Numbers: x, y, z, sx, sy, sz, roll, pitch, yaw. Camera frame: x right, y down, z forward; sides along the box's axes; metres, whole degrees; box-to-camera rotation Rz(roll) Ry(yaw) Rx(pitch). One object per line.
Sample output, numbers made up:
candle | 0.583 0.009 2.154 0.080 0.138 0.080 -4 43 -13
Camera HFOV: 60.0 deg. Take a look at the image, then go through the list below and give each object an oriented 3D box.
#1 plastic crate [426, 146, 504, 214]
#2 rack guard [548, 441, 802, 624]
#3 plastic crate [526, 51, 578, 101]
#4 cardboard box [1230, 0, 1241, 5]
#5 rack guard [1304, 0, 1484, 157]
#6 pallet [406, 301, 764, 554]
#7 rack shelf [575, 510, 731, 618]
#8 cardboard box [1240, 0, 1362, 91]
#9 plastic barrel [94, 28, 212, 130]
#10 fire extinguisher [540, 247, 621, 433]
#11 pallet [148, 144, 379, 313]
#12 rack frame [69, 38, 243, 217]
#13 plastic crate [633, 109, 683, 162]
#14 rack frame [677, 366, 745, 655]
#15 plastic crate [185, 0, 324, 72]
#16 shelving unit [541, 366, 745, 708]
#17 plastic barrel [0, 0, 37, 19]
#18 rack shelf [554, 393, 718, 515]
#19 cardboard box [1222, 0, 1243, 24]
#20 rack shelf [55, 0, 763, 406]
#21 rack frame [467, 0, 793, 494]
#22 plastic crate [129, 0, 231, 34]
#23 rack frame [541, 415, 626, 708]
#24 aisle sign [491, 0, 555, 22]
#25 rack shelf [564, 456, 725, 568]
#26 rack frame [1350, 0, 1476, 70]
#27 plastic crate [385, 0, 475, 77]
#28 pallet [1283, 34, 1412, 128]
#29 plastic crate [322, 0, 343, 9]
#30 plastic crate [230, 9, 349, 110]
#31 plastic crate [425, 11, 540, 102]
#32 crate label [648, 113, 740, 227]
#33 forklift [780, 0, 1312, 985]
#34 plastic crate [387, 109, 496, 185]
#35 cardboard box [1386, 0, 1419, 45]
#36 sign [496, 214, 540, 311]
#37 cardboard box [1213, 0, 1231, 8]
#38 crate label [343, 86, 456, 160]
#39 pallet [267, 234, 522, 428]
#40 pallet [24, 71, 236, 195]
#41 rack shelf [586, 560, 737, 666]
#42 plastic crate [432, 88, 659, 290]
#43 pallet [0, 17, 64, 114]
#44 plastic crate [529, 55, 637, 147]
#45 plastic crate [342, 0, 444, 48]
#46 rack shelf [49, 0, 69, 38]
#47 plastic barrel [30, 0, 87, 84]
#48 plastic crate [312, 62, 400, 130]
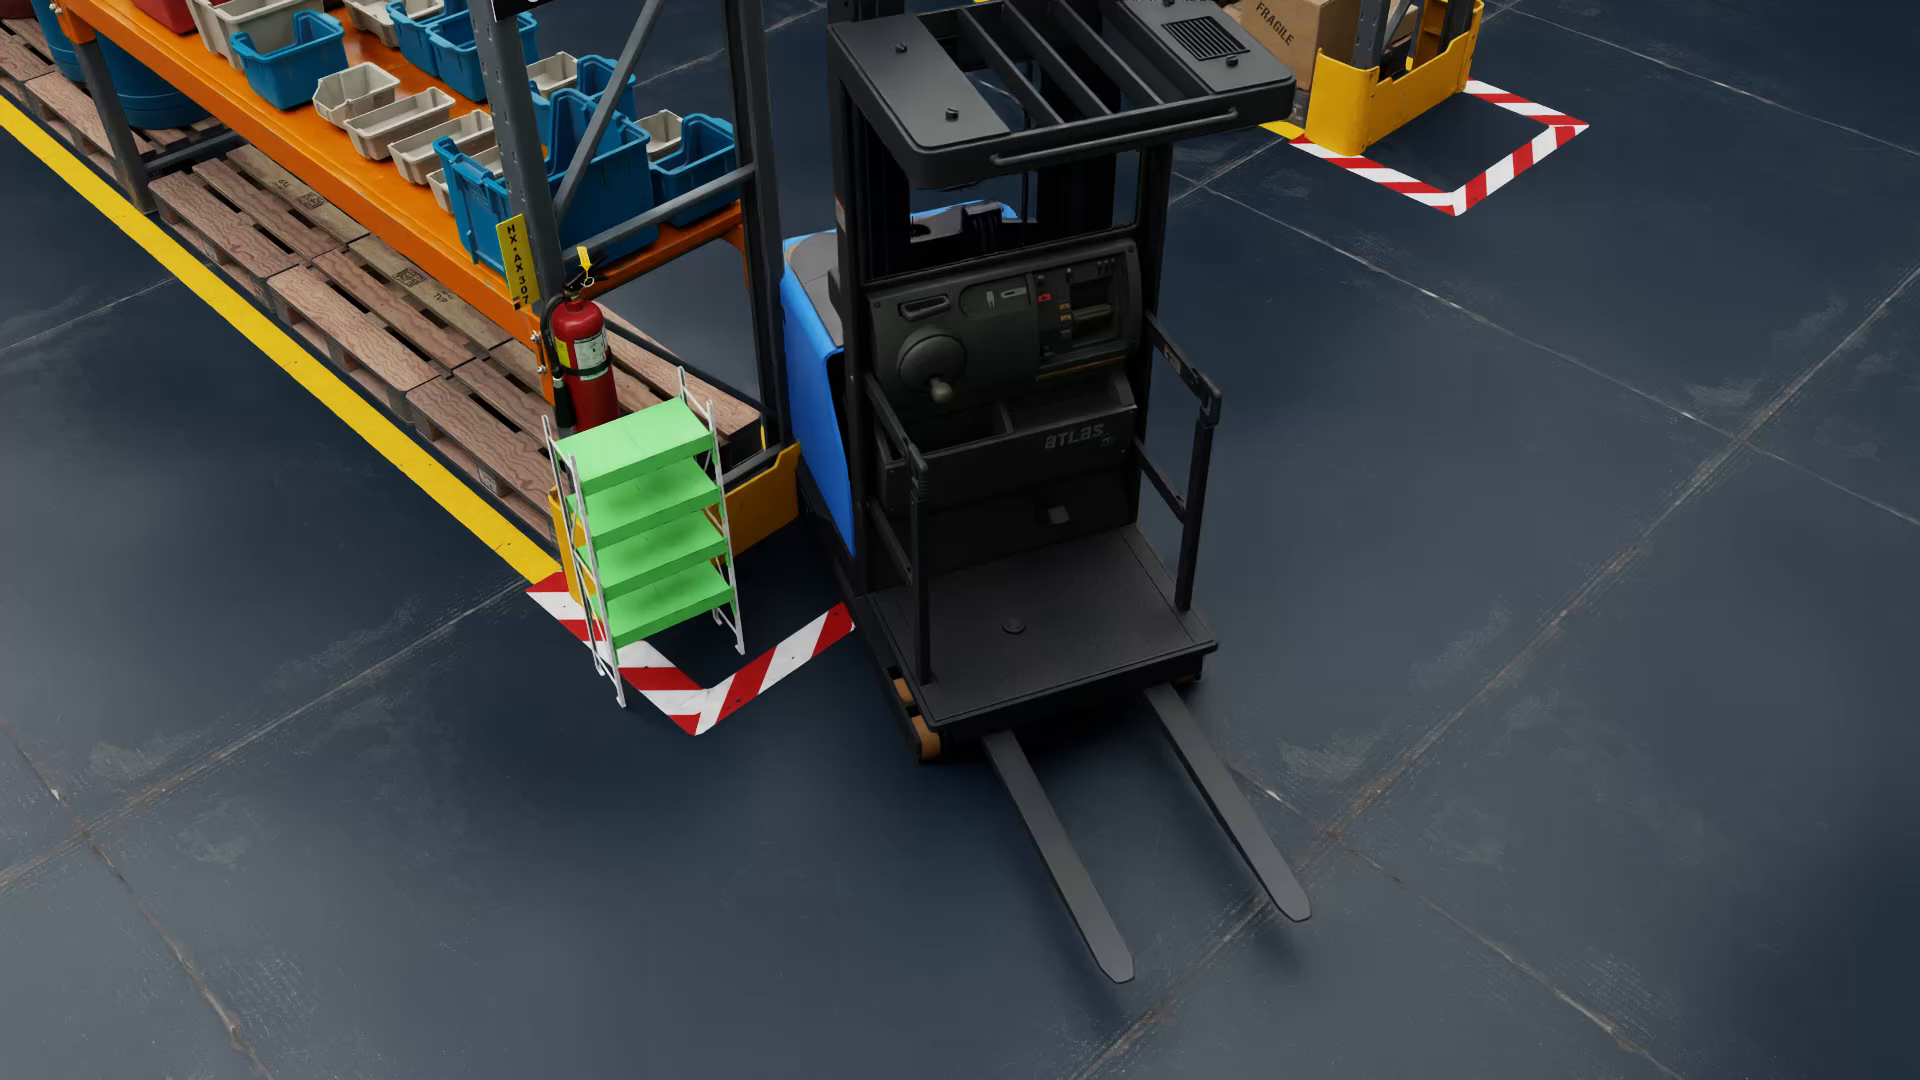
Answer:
plastic crate | -1.757 -1.340 6.140 0.396 0.136 0.243 -34 53 -31
rack guard | -1.027 -0.186 6.583 1.175 0.500 0.348 -34 53 -31
plastic crate | -1.641 -1.831 6.671 0.250 0.136 0.298 -34 53 -31
cardboard box | 1.920 -3.271 9.781 0.500 0.250 0.500 -34 53 -31
rack guard | 2.403 -2.600 9.195 1.175 0.500 0.348 -34 53 -31
pallet | -1.608 -0.500 7.136 1.003 0.211 1.213 -34 53 -31
rack shelf | -1.089 0.060 5.895 0.480 0.148 0.258 -24 48 -23
cardboard box | 1.898 -2.868 9.162 0.500 0.500 0.500 -34 53 -31
plastic barrel | -4.250 -2.685 8.682 0.600 0.901 0.708 -34 53 -31
fire extinguisher | -1.268 -0.654 5.579 0.296 0.674 0.183 -34 53 -31
pallet | -3.331 -1.673 8.405 1.003 0.211 1.213 -34 53 -31
rack frame | -3.878 -3.032 7.820 1.000 3.000 0.127 -34 53 -31
plastic crate | -1.162 -1.505 6.318 0.250 0.136 0.298 -34 53 -31
rack frame | -0.884 -0.076 5.948 0.015 1.200 0.240 -24 48 -23
plastic crate | -2.930 -2.188 6.951 0.437 0.282 0.530 -34 53 -31
shelving unit | -1.089 0.013 5.851 0.503 1.200 0.258 -24 48 -23
plastic barrel | -5.548 -3.453 9.744 0.600 0.588 0.708 -34 53 -31
rack shelf | -1.089 -0.292 5.569 0.480 0.148 0.258 -24 48 -23
cardboard box | 1.676 -2.984 9.532 0.380 0.166 0.250 -34 53 -31
rack shelf | -2.465 -1.806 7.025 1.077 0.370 4.000 -34 53 -31
rack frame | -1.053 -1.109 5.740 1.000 3.000 0.127 -34 53 -31
plastic crate | -3.425 -2.528 7.184 0.402 0.464 0.583 -34 53 -31
rack frame | -1.294 0.103 5.754 0.015 1.200 0.240 -24 48 -23
aisle sign | -1.210 -1.889 4.669 0.394 0.787 0.004 -34 53 -31
rack shelf | -1.089 -0.116 5.732 0.480 0.148 0.258 -24 48 -23
rack frame | 2.457 -3.482 8.308 1.000 3.000 0.127 -34 53 -31
plastic crate | -2.136 -2.123 6.917 0.416 0.233 0.300 -34 53 -31
pallet | 1.839 -2.877 9.708 1.003 0.211 1.213 -34 53 -31
plastic crate | -2.897 -2.543 7.451 0.437 0.125 0.590 -34 53 -31
plastic crate | -2.685 -1.934 6.712 0.416 0.233 0.300 -34 53 -31
plastic crate | -1.924 -1.979 6.761 0.416 0.233 0.300 -34 53 -31
crate label | -0.994 -1.346 6.076 0.416 0.233 0.303 -34 53 -31
forklift | 0.238 -0.622 5.263 1.130 2.935 3.031 -15 45 -15
plastic crate | -1.952 -1.486 6.298 0.396 0.136 0.243 -34 53 -31
cardboard box | 2.404 -2.962 9.522 0.380 0.149 0.250 -34 53 -31
sign | -1.431 -0.898 5.391 0.100 0.325 0.005 -34 53 -31
cardboard box | 1.249 -3.247 9.756 0.500 0.250 0.500 -34 53 -31
crate label | -2.166 -1.608 6.430 0.396 0.136 0.243 -34 53 -31
pallet | -2.465 -1.086 7.770 1.003 0.211 1.213 -34 53 -31
pallet | -4.393 -2.398 9.190 1.003 0.211 1.213 -34 53 -31
rack shelf | -1.089 0.237 6.058 0.480 0.148 0.258 -24 48 -23
plastic crate | -1.422 -1.216 5.785 0.616 0.435 0.499 -34 53 -31
pallet | -5.259 -2.984 9.824 1.003 0.211 1.213 -34 53 -31
plastic crate | -1.459 -1.663 6.418 0.416 0.233 0.300 -34 53 -31
plastic crate | -2.435 -2.264 7.140 0.293 0.136 0.466 -34 53 -31
rack shelf | -5.290 -3.728 9.105 1.077 0.370 4.000 -34 53 -31
plastic barrel | -4.750 -3.025 9.050 0.600 0.901 0.708 -34 53 -31
plastic crate | -2.388 -1.741 6.574 0.298 0.136 0.250 -34 53 -31
